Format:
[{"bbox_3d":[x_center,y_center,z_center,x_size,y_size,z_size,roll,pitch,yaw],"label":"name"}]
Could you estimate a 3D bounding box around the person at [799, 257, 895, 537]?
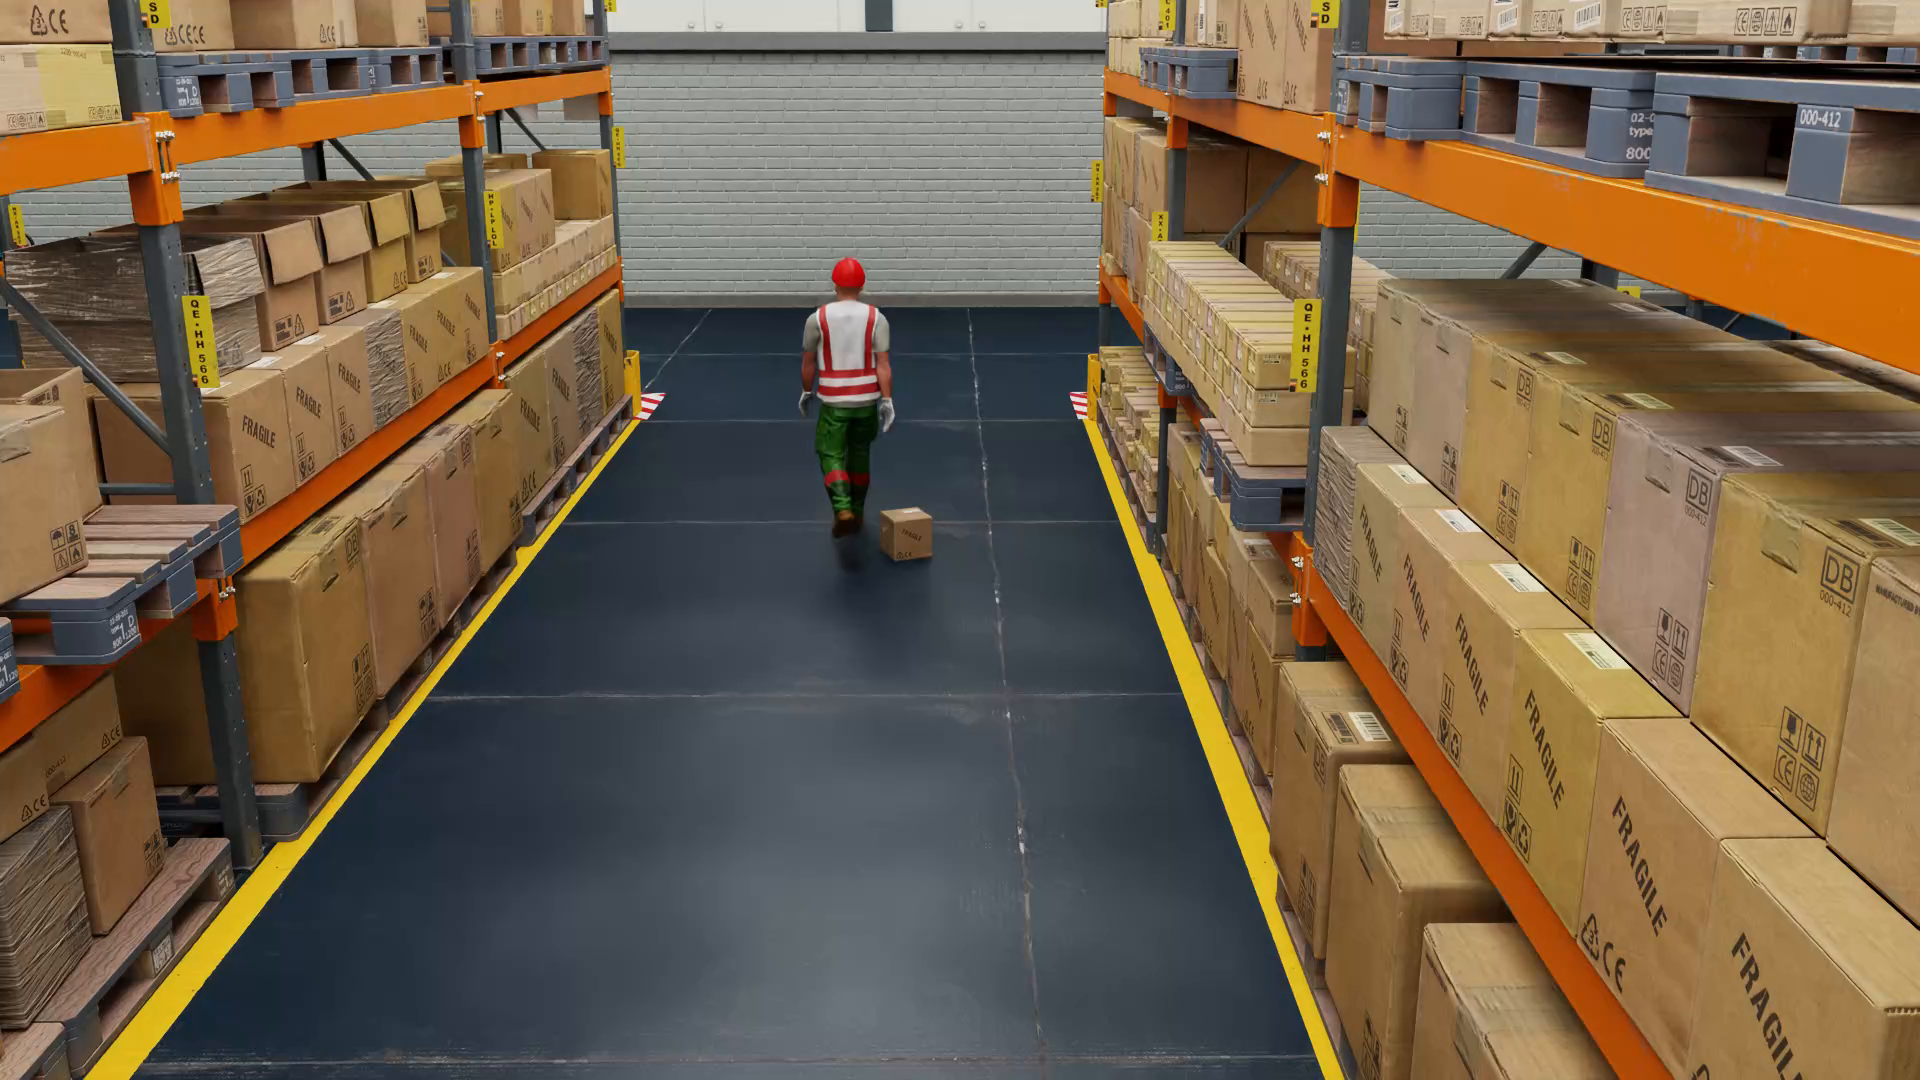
[{"bbox_3d":[-0.708,-0.879,10.385,0.568,1.749,0.952,-3,17,-10],"label":"person"}]
